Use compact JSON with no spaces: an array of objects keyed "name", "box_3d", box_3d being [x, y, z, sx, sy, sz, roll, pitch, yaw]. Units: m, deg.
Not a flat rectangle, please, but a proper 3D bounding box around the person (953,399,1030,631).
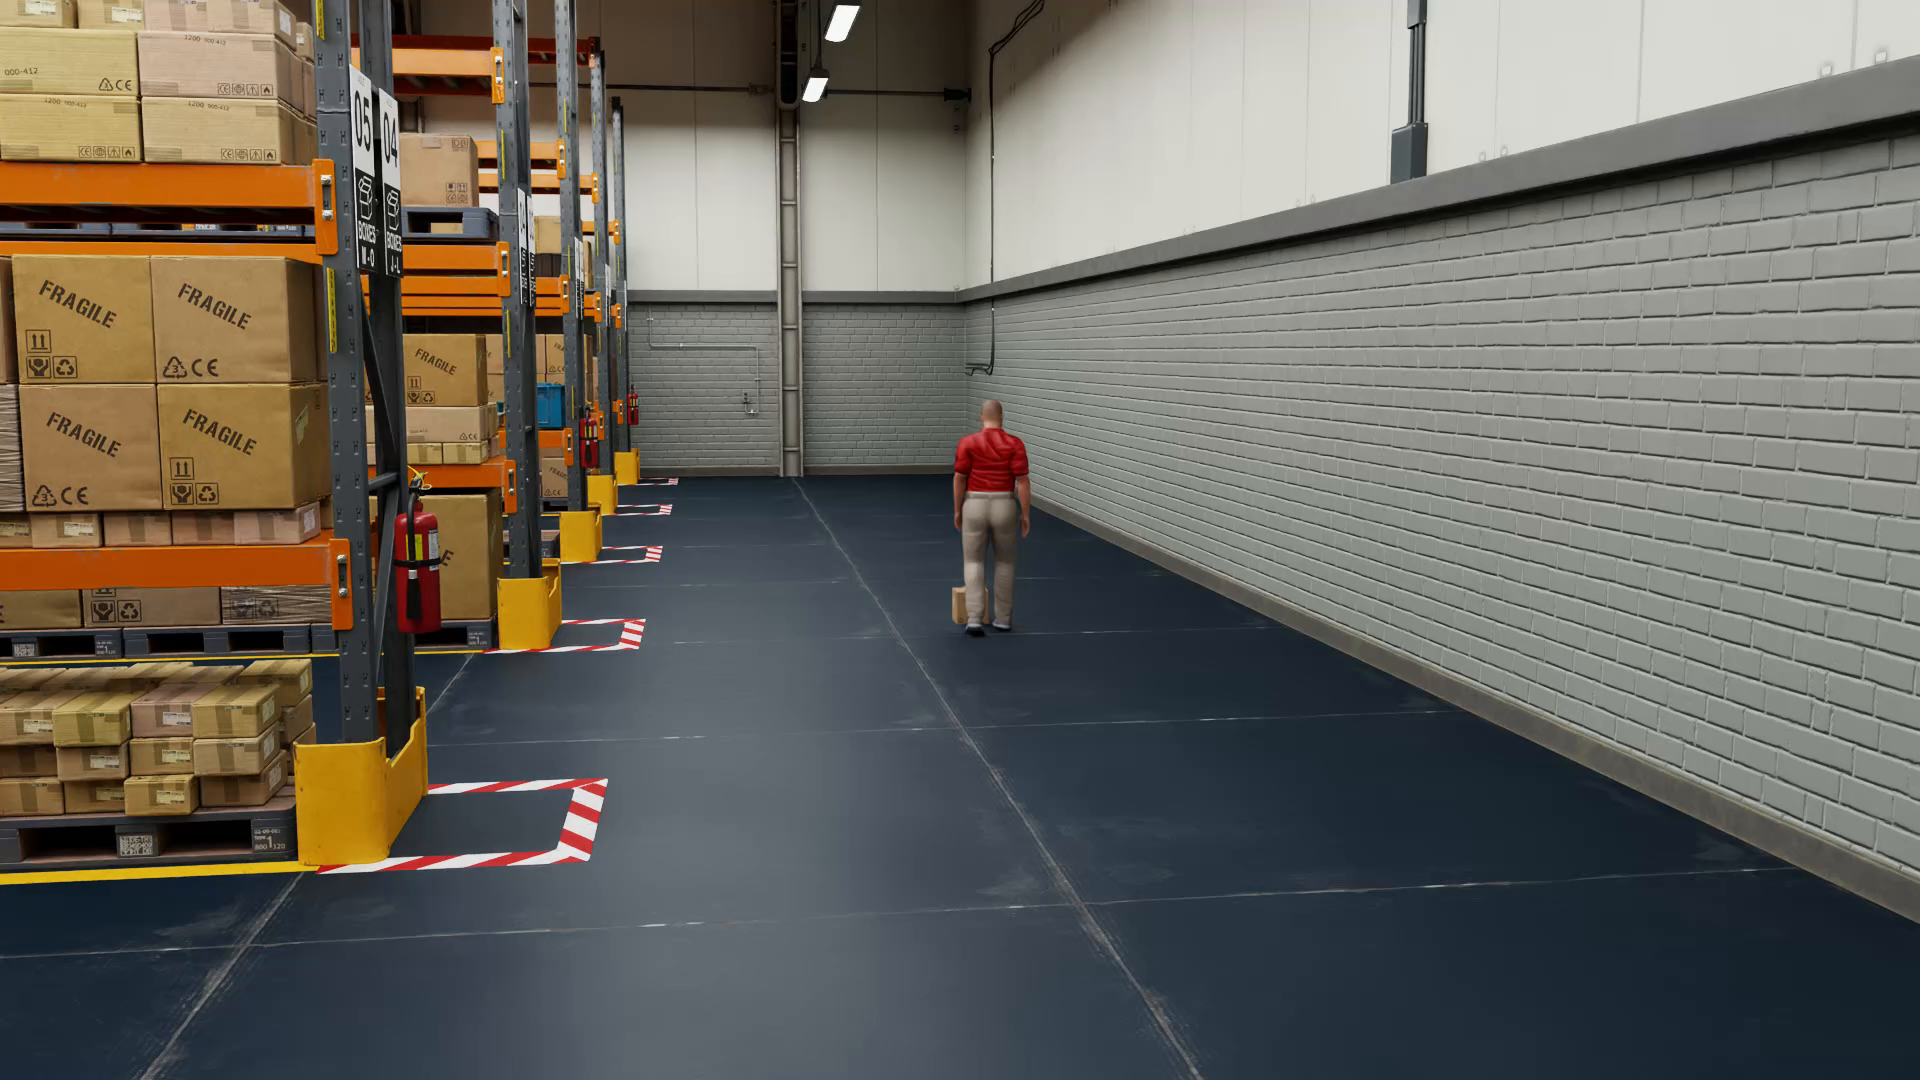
[{"name":"person","box_3d":[0.232,-0.177,12.353,0.569,1.738,0.566,0,6,-1]}]
